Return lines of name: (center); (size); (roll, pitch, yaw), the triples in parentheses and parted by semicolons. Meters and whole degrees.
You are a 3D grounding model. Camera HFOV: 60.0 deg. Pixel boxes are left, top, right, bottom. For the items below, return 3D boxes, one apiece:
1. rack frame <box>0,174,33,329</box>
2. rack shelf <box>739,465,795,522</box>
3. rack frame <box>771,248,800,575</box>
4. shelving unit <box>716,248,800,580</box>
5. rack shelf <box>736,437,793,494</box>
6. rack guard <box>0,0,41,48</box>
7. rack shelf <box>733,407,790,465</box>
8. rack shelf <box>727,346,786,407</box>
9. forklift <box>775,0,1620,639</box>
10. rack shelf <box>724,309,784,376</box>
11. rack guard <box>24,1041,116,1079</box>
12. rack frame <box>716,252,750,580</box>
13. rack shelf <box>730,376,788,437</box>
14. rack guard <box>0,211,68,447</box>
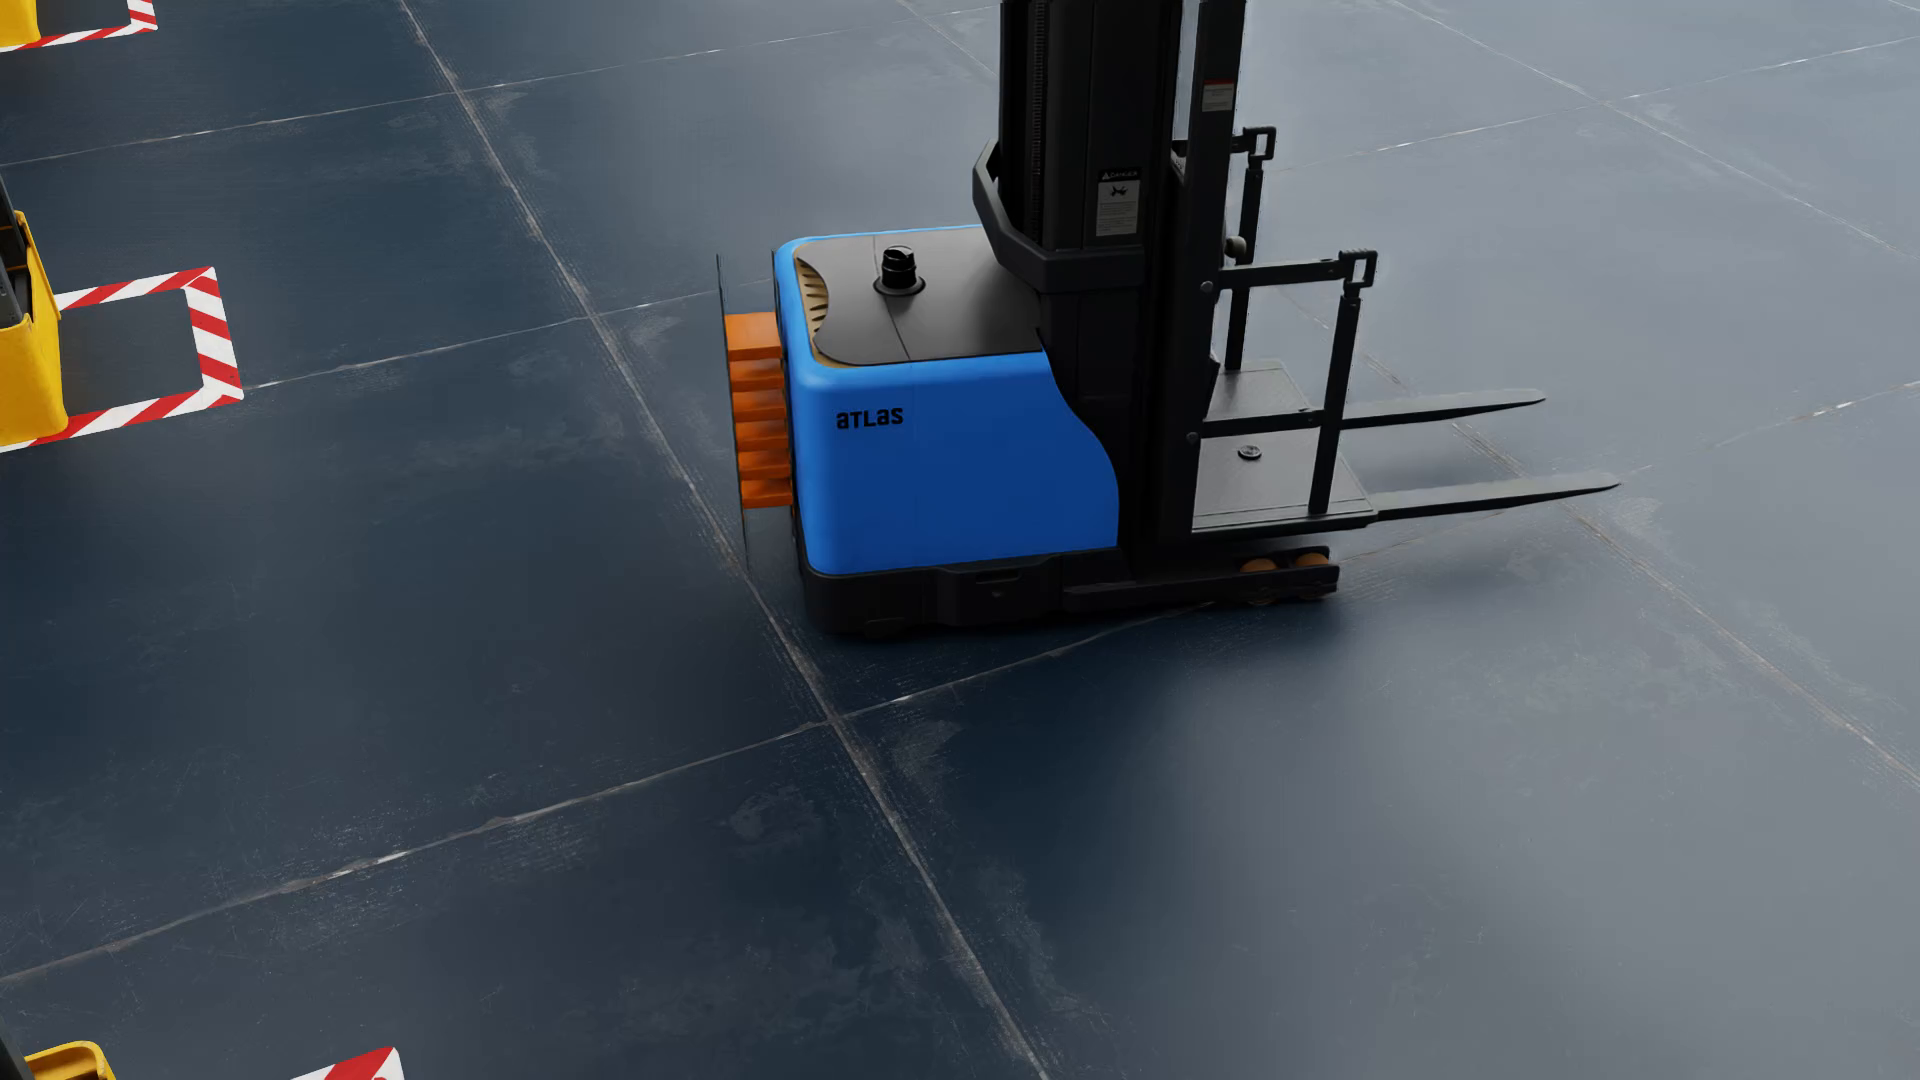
rack frame: (-4.027, -1.965, 6.381); (0.127, 3.000, 1.000); (-16, 39, -20)
rack shelf: (-0.698, -0.186, 5.972); (0.180, 0.103, 0.258); (-6, 37, -8)
rack frame: (-0.608, -0.424, 5.815); (0.006, 1.200, 0.240); (-6, 37, -8)
shelving unit: (-0.698, -0.415, 5.802); (0.189, 1.200, 0.258); (-6, 37, -8)
rack shelf: (-0.698, -0.283, 5.900); (0.180, 0.103, 0.258); (-6, 37, -8)
rack guard: (-6.200, -3.612, 10.701); (0.348, 0.500, 1.175); (-16, 39, -20)
rack shelf: (-0.698, -0.379, 5.829); (0.180, 0.103, 0.258); (-6, 37, -8)
rack shelf: (-0.698, -0.572, 5.686); (0.180, 0.103, 0.258); (-6, 37, -8)
forklift: (0.898, -1.250, 5.475); (3.031, 2.935, 1.130); (-6, 37, -8)
rack shelf: (-0.698, -0.668, 5.614); (0.180, 0.103, 0.258); (-6, 37, -8)
rack guard: (-1.904, 1.706, 3.531); (0.348, 0.500, 1.175); (-16, 39, -20)
rack frame: (-0.788, -0.406, 5.790); (0.006, 1.200, 0.240); (-6, 37, -8)
rack shelf: (-0.698, -0.476, 5.757); (0.180, 0.103, 0.258); (-6, 37, -8)
rack guard: (-4.076, -0.916, 7.065); (0.348, 0.500, 1.175); (-16, 39, -20)
